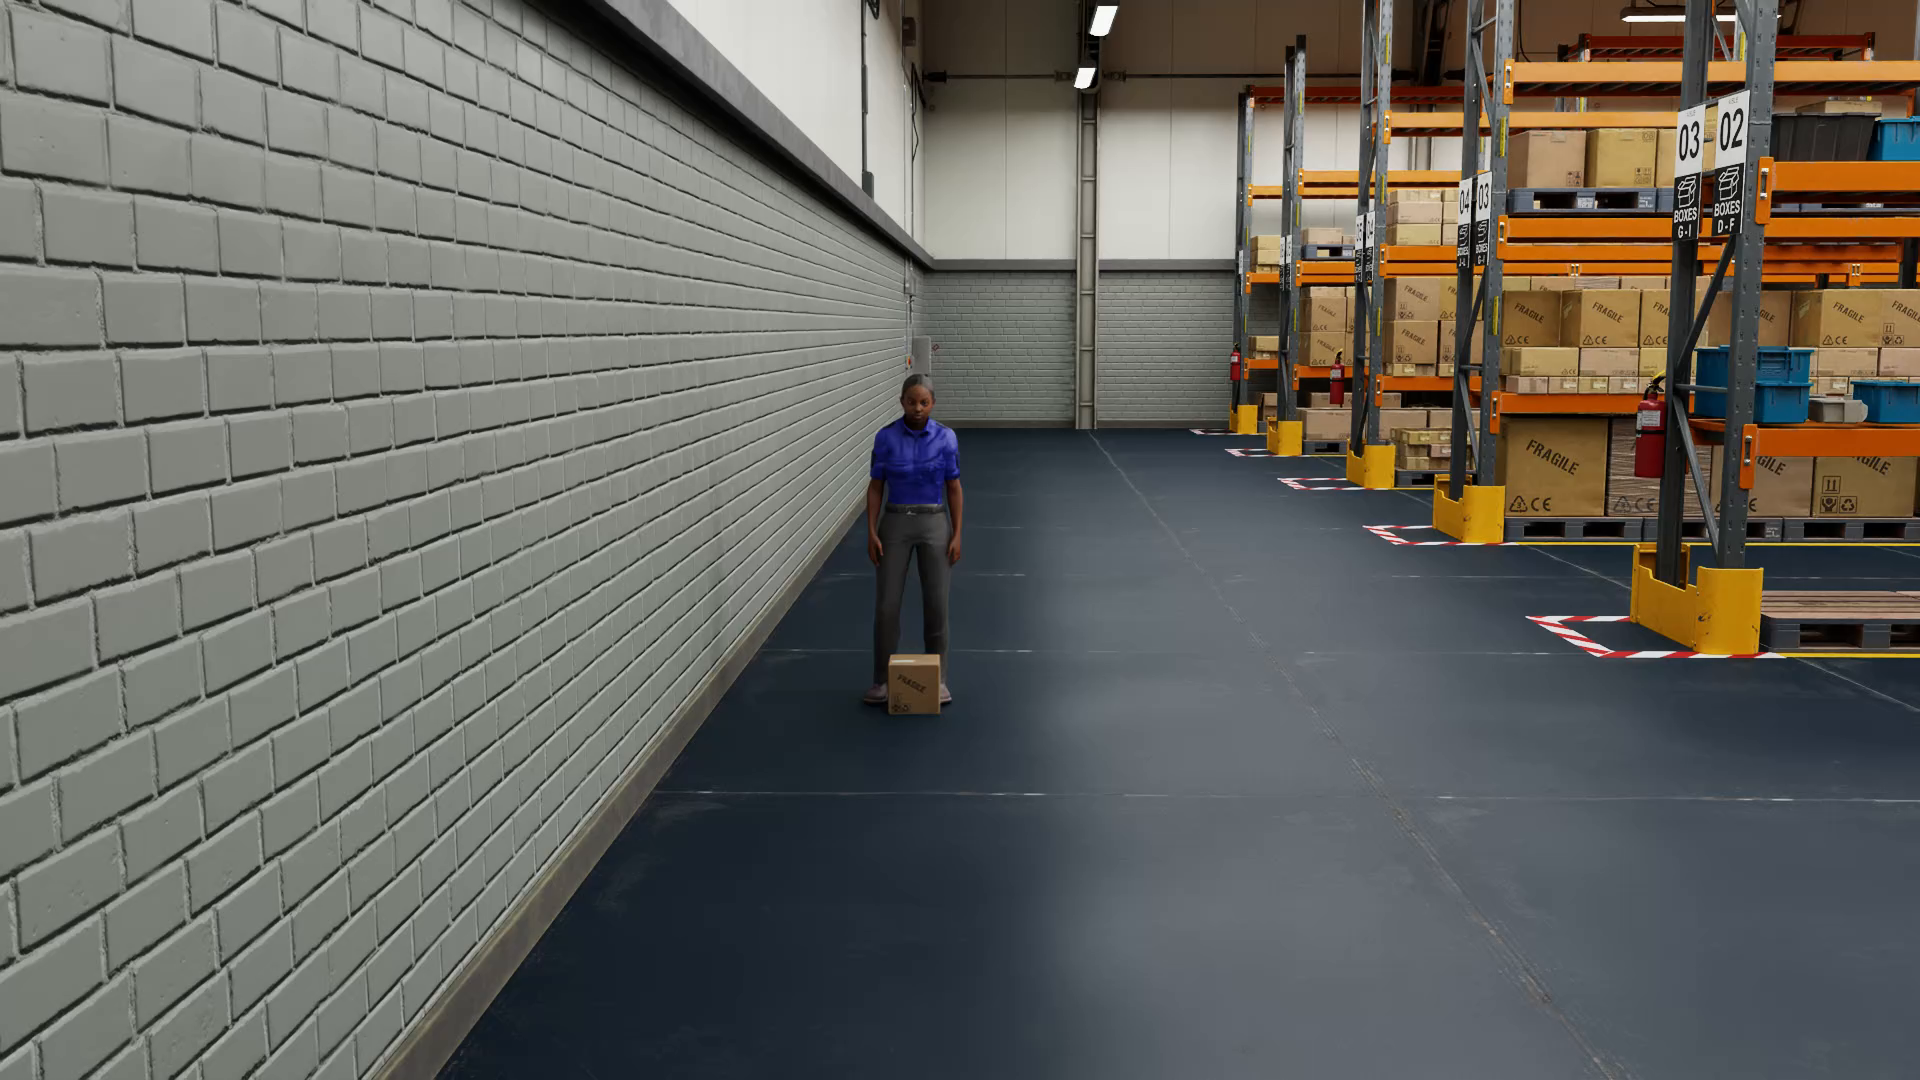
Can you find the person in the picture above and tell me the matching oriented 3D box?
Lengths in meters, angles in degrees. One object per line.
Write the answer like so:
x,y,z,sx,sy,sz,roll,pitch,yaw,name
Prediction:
-0.236,-0.011,8.383,0.507,1.654,0.348,0,7,-1,person
